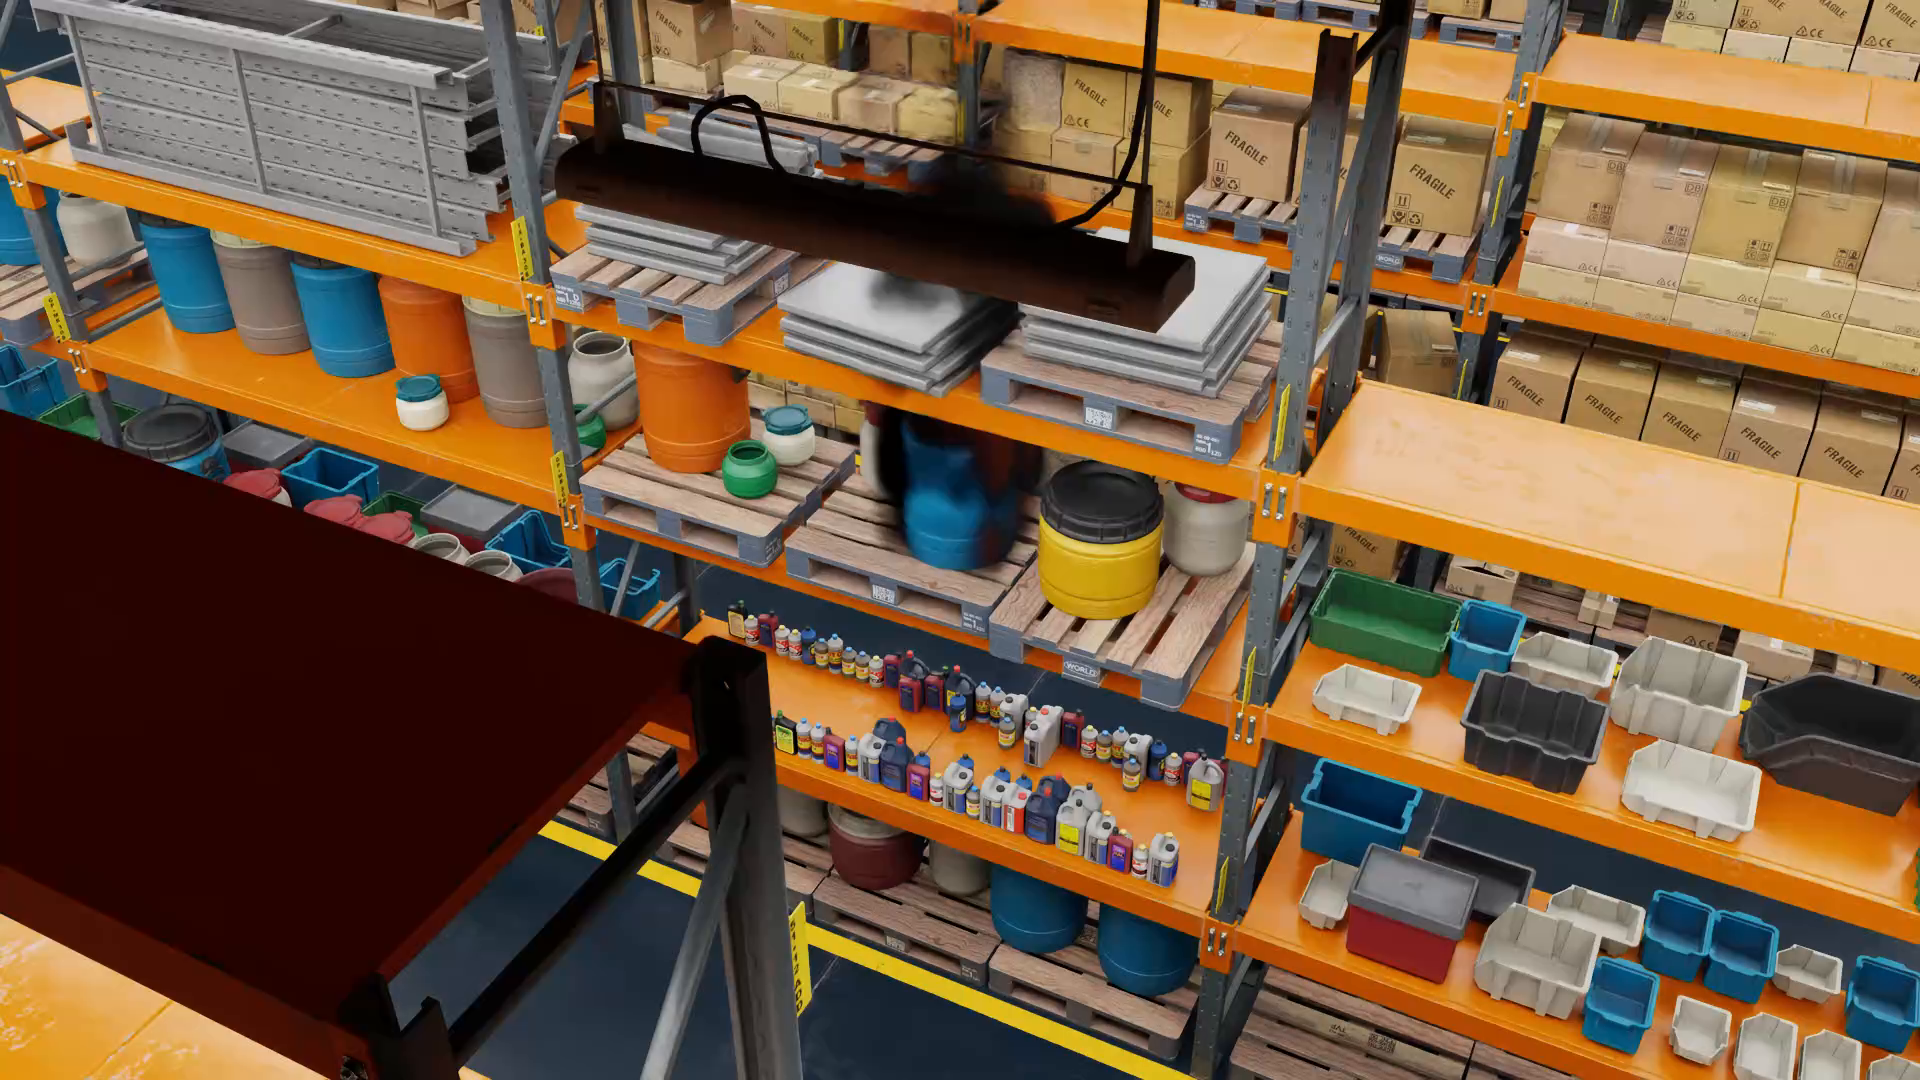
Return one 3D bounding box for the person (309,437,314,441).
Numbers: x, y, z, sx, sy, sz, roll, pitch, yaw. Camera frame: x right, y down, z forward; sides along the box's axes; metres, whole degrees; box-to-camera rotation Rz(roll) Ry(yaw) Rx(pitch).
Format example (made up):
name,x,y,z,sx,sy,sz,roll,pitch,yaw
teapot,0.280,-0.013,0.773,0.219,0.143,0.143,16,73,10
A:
name,x,y,z,sx,sy,sz,roll,pitch,yaw
person,-5.498,-0.943,13.877,0.505,1.547,0.548,9,36,12
